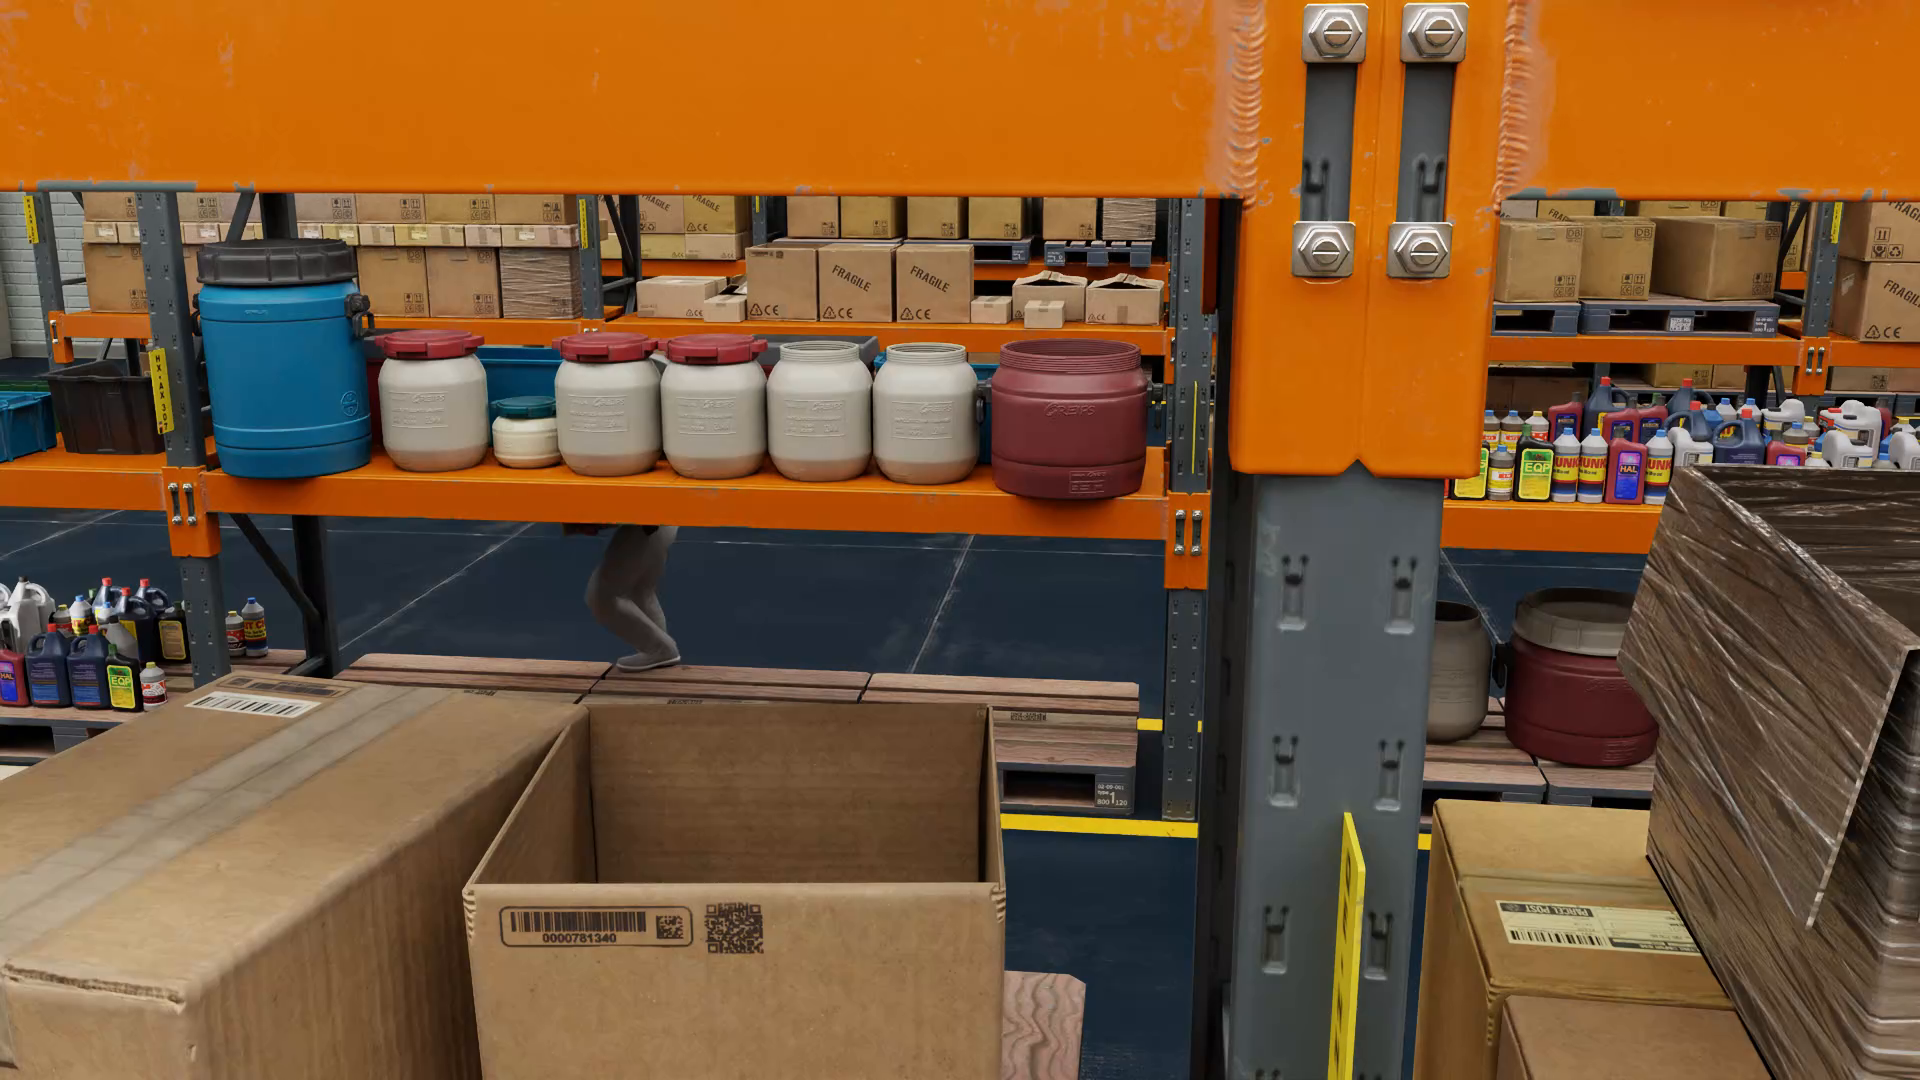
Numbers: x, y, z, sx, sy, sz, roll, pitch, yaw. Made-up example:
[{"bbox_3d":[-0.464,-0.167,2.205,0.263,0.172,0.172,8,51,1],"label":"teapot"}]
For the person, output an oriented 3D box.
[{"bbox_3d":[-1.514,-0.048,7.648,0.542,1.687,0.459,-4,15,-16],"label":"person"}]
